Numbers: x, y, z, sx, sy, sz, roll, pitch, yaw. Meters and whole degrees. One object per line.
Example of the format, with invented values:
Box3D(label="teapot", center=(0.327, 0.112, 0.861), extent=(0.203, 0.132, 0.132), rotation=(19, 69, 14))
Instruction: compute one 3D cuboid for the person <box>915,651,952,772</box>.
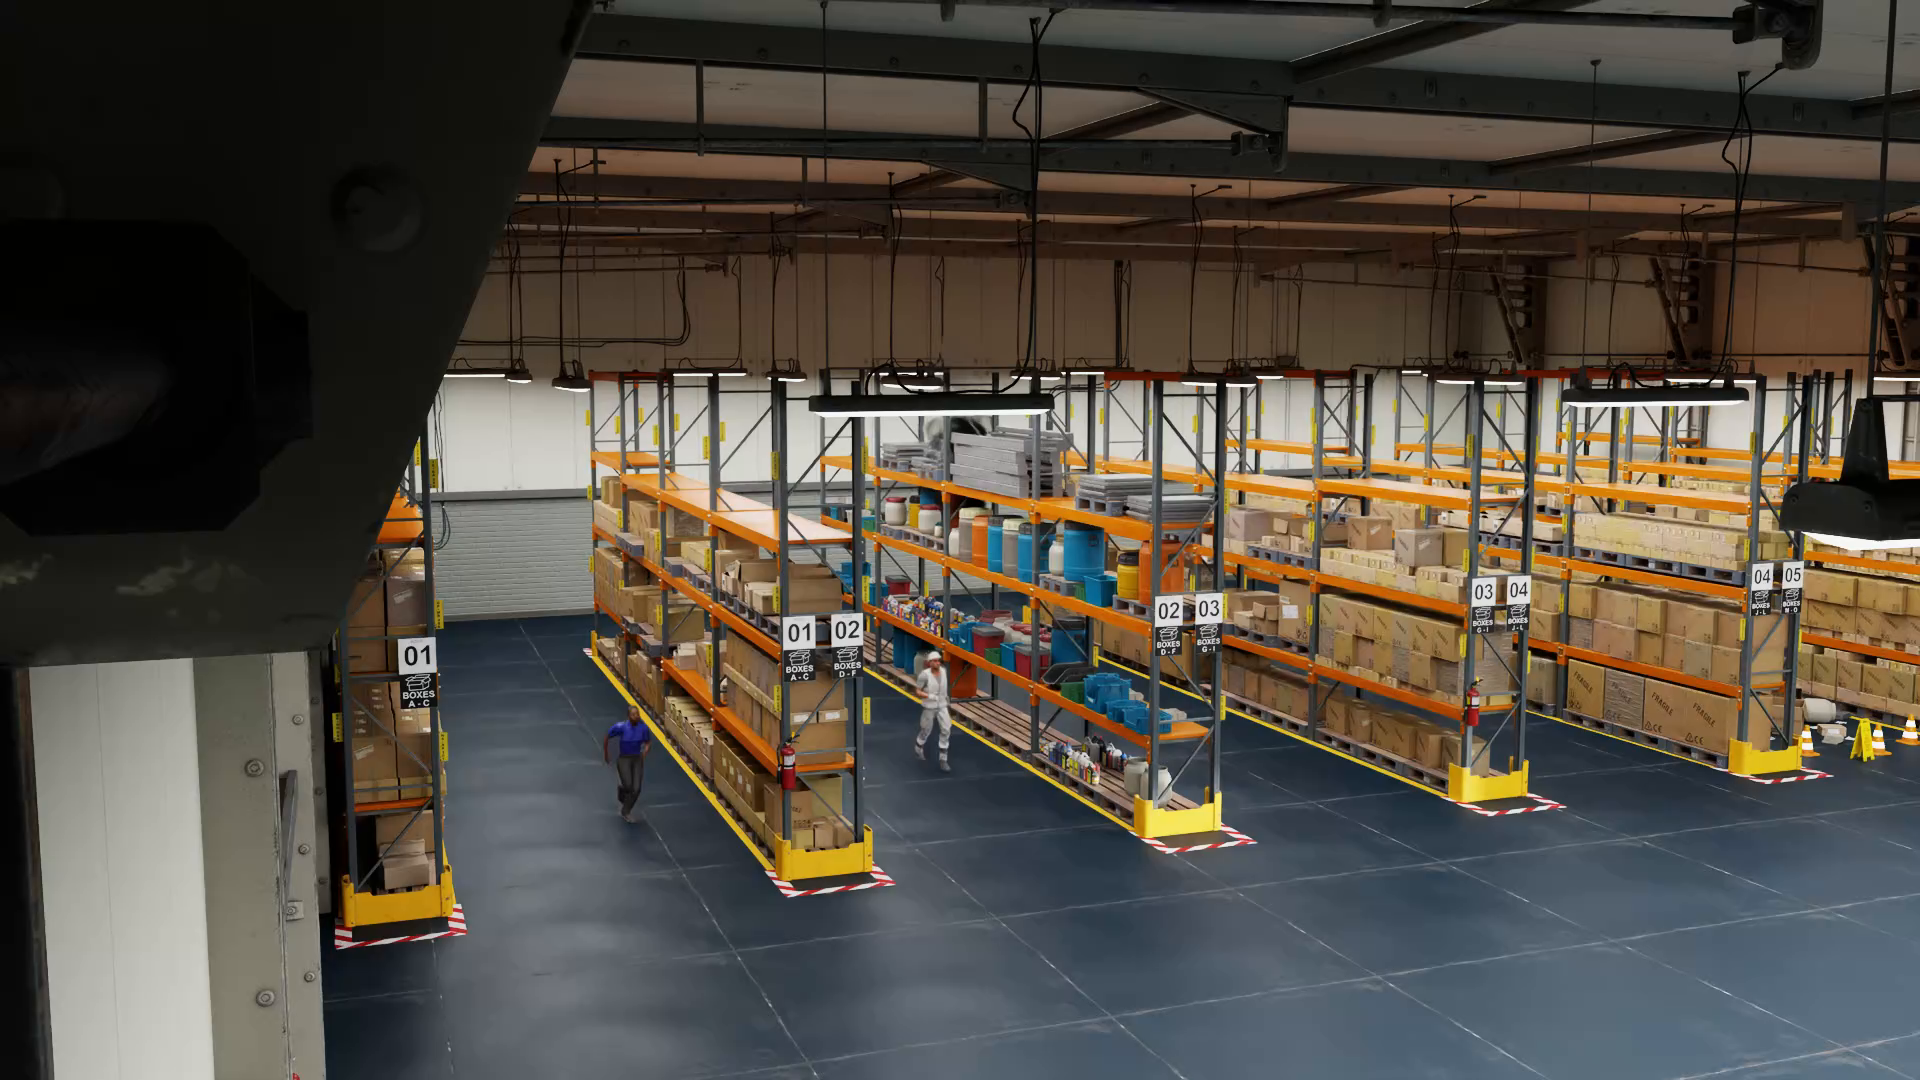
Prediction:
Box3D(label="person", center=(-0.419, 2.600, 25.545), extent=(0.608, 1.833, 0.855), rotation=(-3, 7, -25))

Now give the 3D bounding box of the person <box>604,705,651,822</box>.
Box3D(label="person", center=(-4.488, 3.038, 22.587), extent=(0.615, 1.606, 0.644), rotation=(-4, 7, -29))

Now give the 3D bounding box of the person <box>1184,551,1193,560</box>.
Box3D(label="person", center=(5.411, 0.995, 39.930), extent=(0.769, 1.736, 1.050), rotation=(1, 6, 11))

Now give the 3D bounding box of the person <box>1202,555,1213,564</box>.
Box3D(label="person", center=(6.004, 0.866, 40.899), extent=(0.895, 1.795, 0.689), rotation=(-5, 8, -35))
